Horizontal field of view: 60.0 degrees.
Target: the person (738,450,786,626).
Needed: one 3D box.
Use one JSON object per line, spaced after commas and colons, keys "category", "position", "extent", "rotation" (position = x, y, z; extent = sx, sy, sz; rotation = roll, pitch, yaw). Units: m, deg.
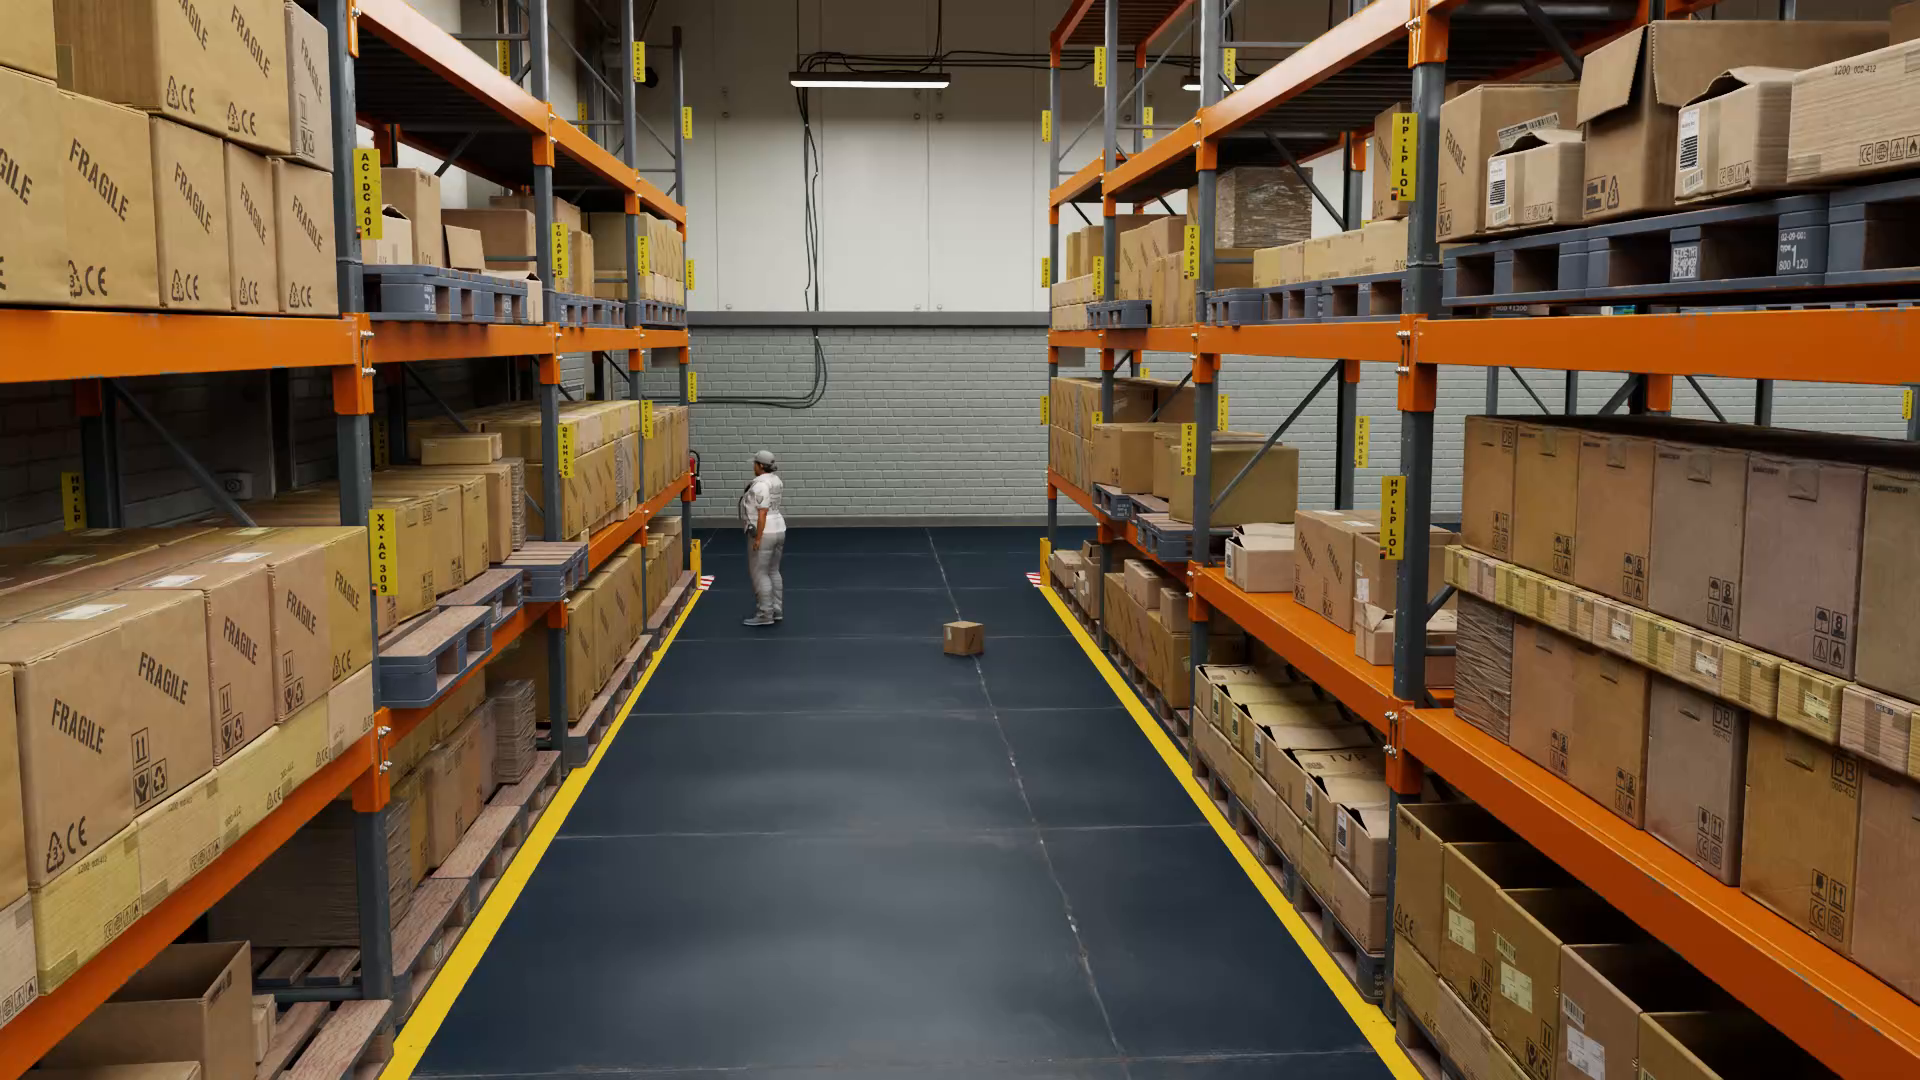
{"category": "person", "position": [-1.879, -0.025, 15.948], "extent": [0.387, 1.669, 0.474], "rotation": [2, 7, 15]}
